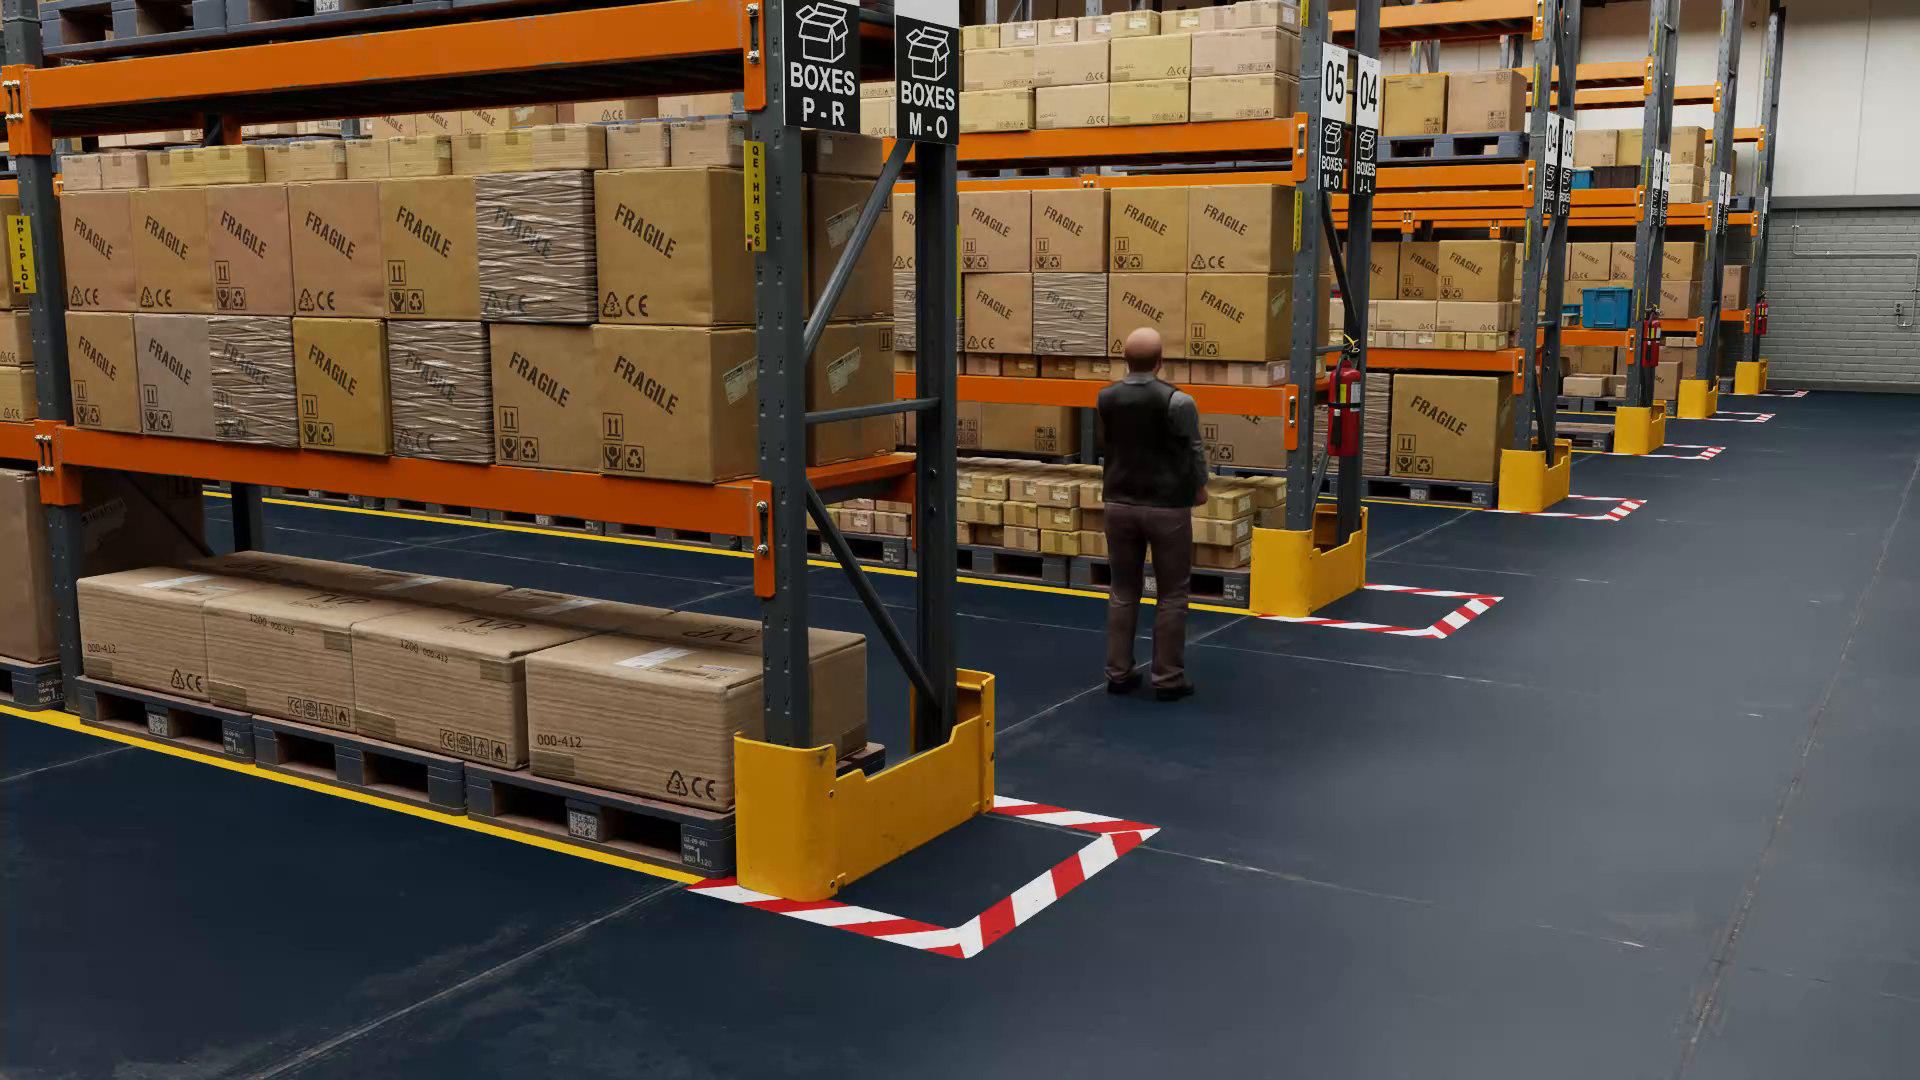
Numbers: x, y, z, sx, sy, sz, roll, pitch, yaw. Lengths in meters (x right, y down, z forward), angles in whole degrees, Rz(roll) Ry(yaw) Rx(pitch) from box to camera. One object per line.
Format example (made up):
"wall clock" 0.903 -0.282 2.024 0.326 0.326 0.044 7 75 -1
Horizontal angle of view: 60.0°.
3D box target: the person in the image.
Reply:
"person" 0.907 -0.135 7.806 0.494 1.711 0.551 6 11 32
